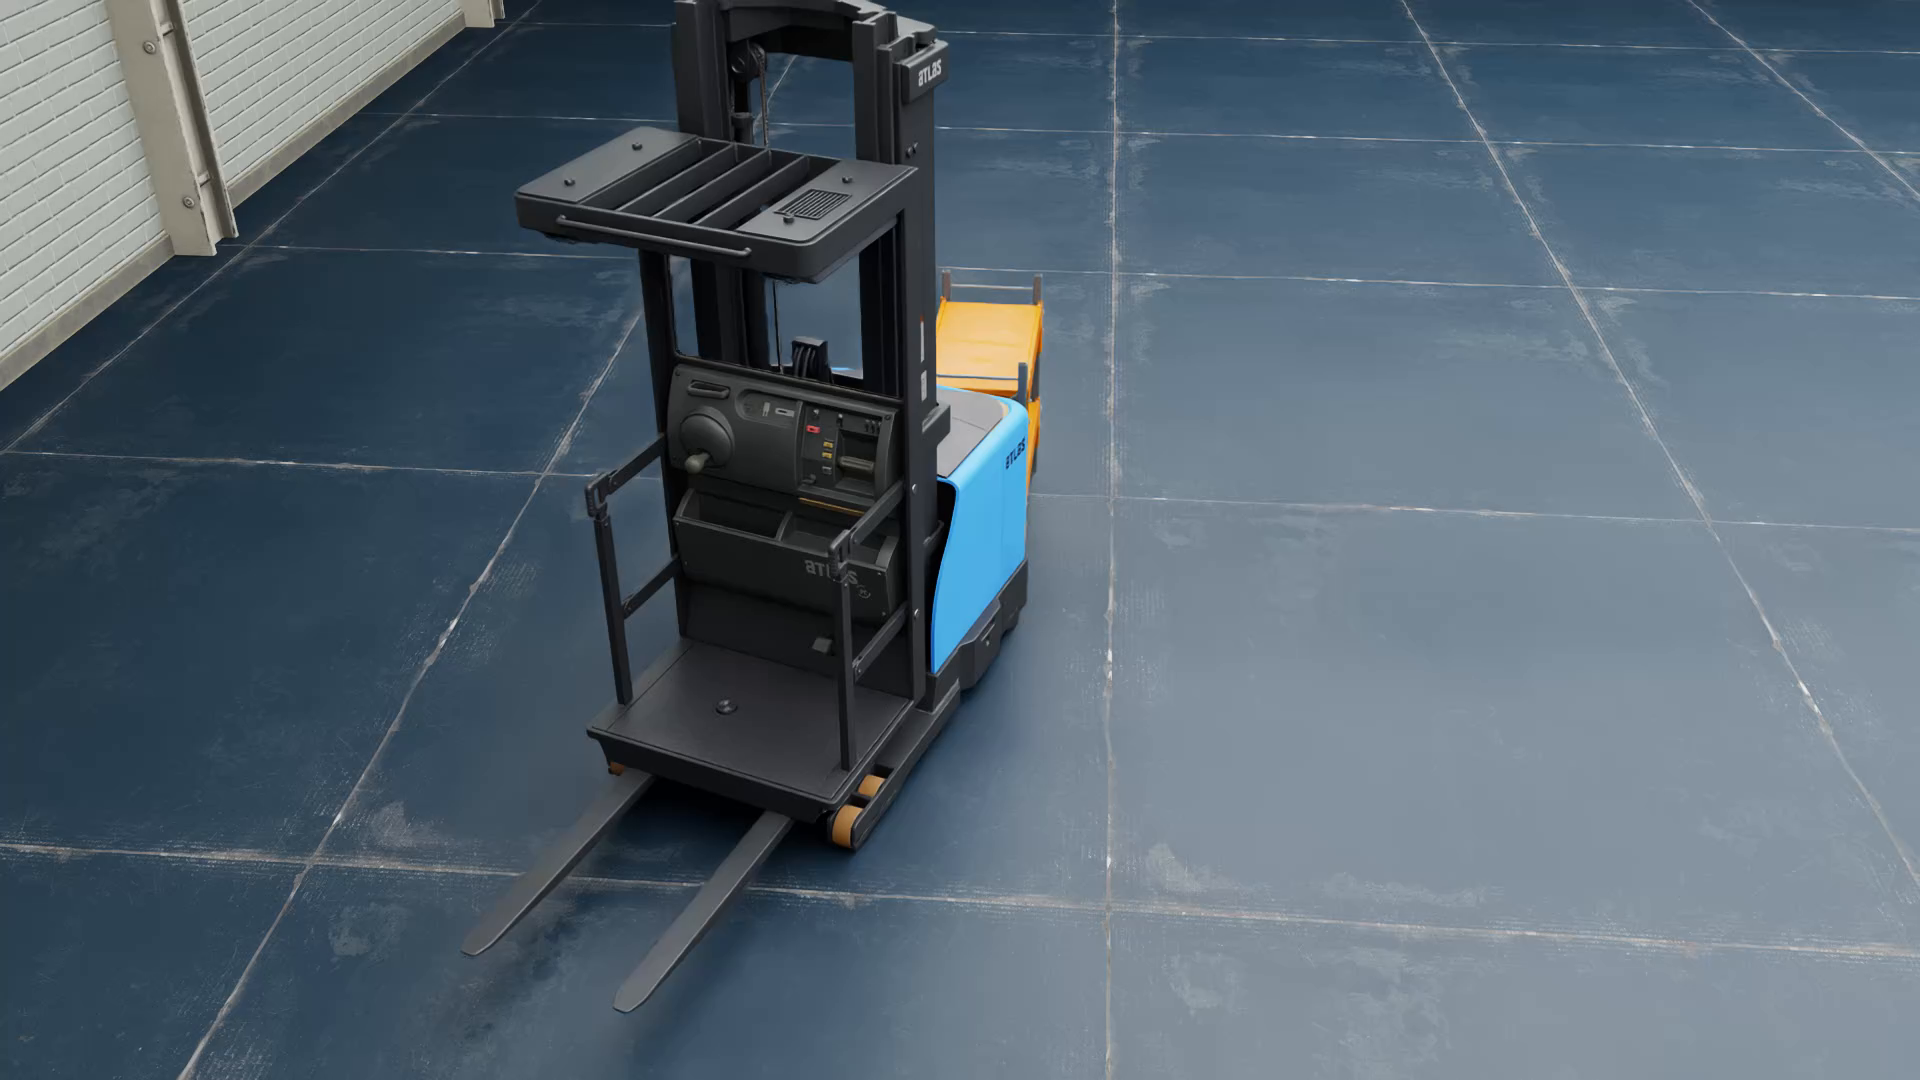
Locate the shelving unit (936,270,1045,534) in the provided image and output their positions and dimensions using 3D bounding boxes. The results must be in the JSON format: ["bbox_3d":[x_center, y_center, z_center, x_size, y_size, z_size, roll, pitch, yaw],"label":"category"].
[{"bbox_3d":[0.106,-0.582,8.122,0.538,1.125,1.048,3,32,5],"label":"shelving unit"}]

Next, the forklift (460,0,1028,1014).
[{"bbox_3d":[-0.756,-0.330,5.992,1.130,2.935,3.031,13,34,20],"label":"forklift"}]

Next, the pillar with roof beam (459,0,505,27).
[{"bbox_3d":[-0.485,-8.845,14.026,9.100,9.000,0.400,2,32,4],"label":"pillar with roof beam"}]

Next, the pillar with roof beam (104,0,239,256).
[{"bbox_3d":[-0.973,-5.708,8.935,9.100,9.000,0.400,2,32,4],"label":"pillar with roof beam"}]

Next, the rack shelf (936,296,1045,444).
[{"bbox_3d":[0.106,-0.831,7.968,0.538,0.278,1.000,3,32,5],"label":"rack shelf"}]

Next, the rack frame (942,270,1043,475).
[{"bbox_3d":[0.160,-0.847,8.552,0.500,1.125,0.032,3,32,5],"label":"rack frame"}]

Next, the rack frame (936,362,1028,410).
[{"bbox_3d":[0.052,-0.316,7.691,0.500,1.125,0.032,3,32,5],"label":"rack frame"}]

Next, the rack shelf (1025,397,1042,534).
[{"bbox_3d":[0.106,-0.373,8.250,0.538,0.278,1.000,3,32,5],"label":"rack shelf"}]
